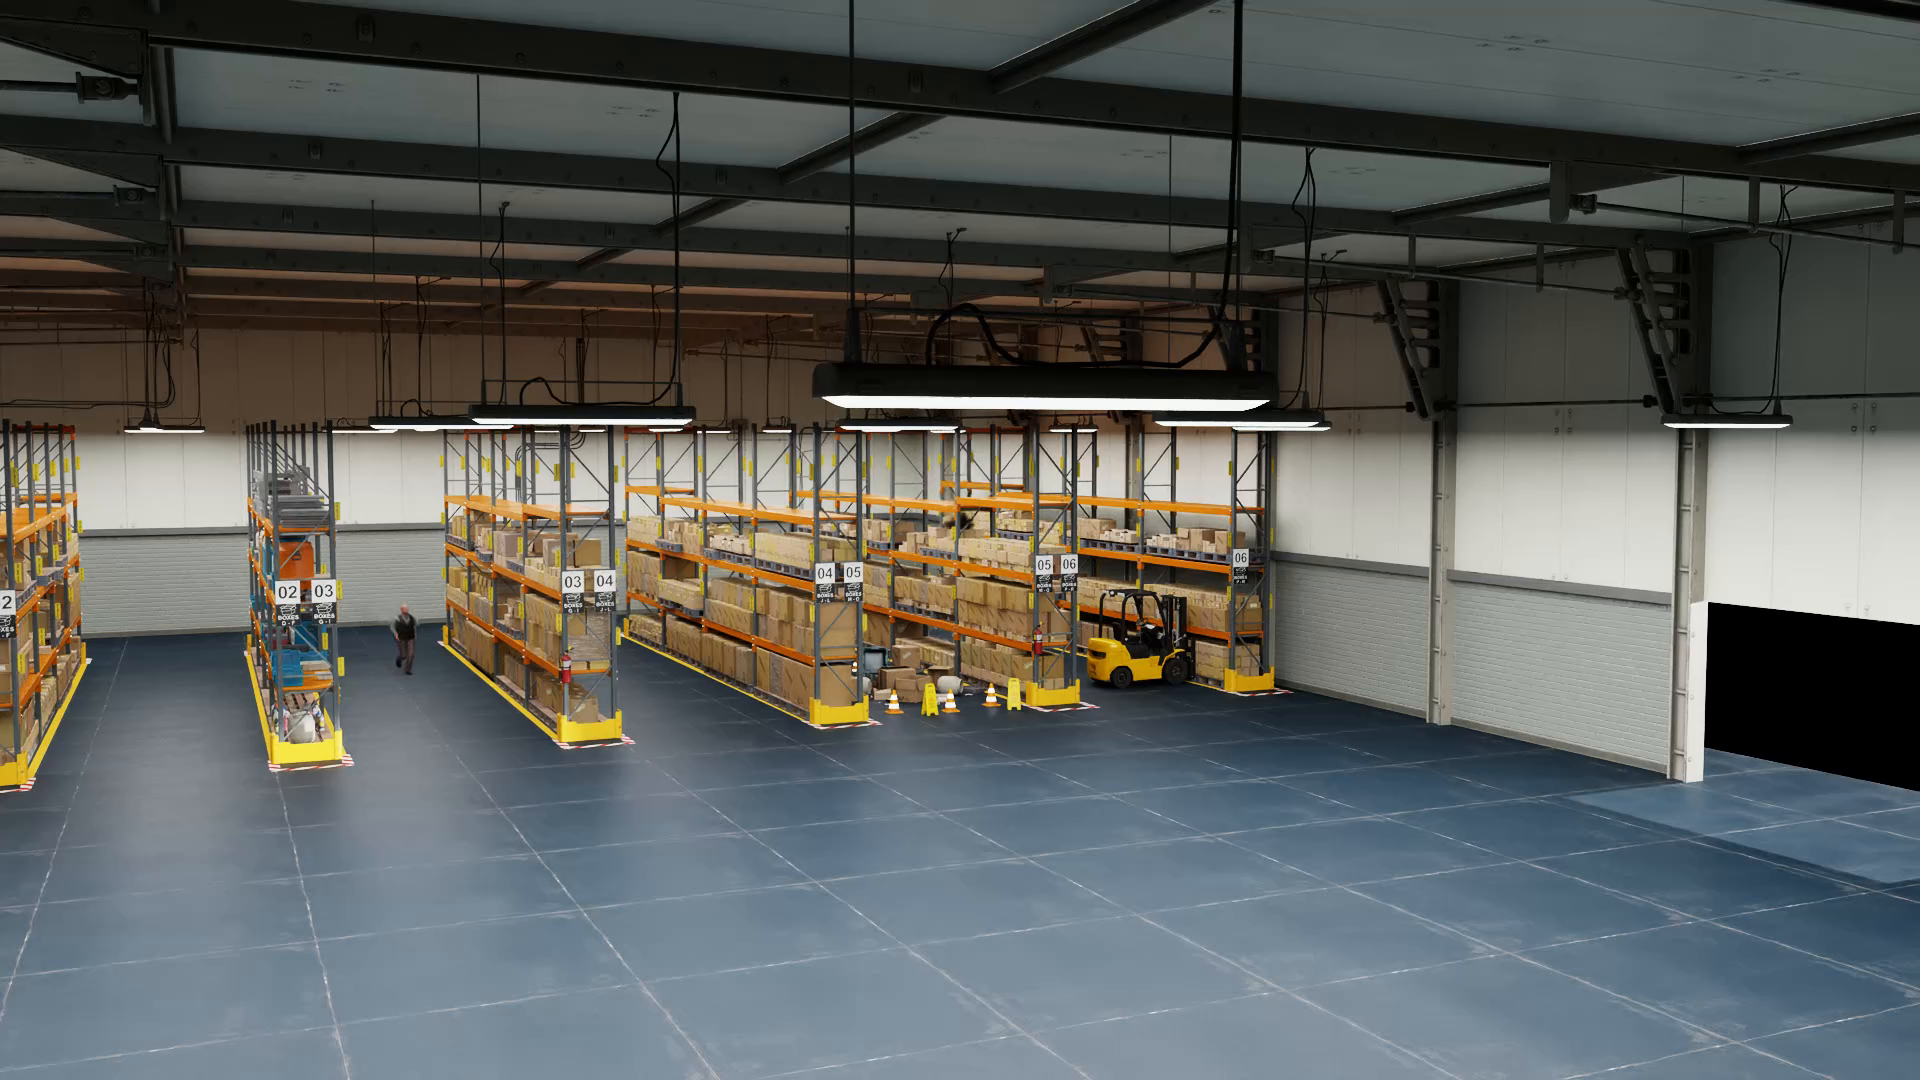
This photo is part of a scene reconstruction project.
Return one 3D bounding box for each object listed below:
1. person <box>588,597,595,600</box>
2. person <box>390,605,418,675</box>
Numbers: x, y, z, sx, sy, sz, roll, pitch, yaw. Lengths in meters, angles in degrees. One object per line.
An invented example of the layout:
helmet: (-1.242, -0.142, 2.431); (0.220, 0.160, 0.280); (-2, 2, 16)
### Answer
person: (-10.721, 1.946, 46.975); (0.807, 1.731, 0.565); (1, 4, 12)
person: (-13.349, 2.393, 40.003); (0.663, 1.686, 0.679); (-3, 4, -36)
